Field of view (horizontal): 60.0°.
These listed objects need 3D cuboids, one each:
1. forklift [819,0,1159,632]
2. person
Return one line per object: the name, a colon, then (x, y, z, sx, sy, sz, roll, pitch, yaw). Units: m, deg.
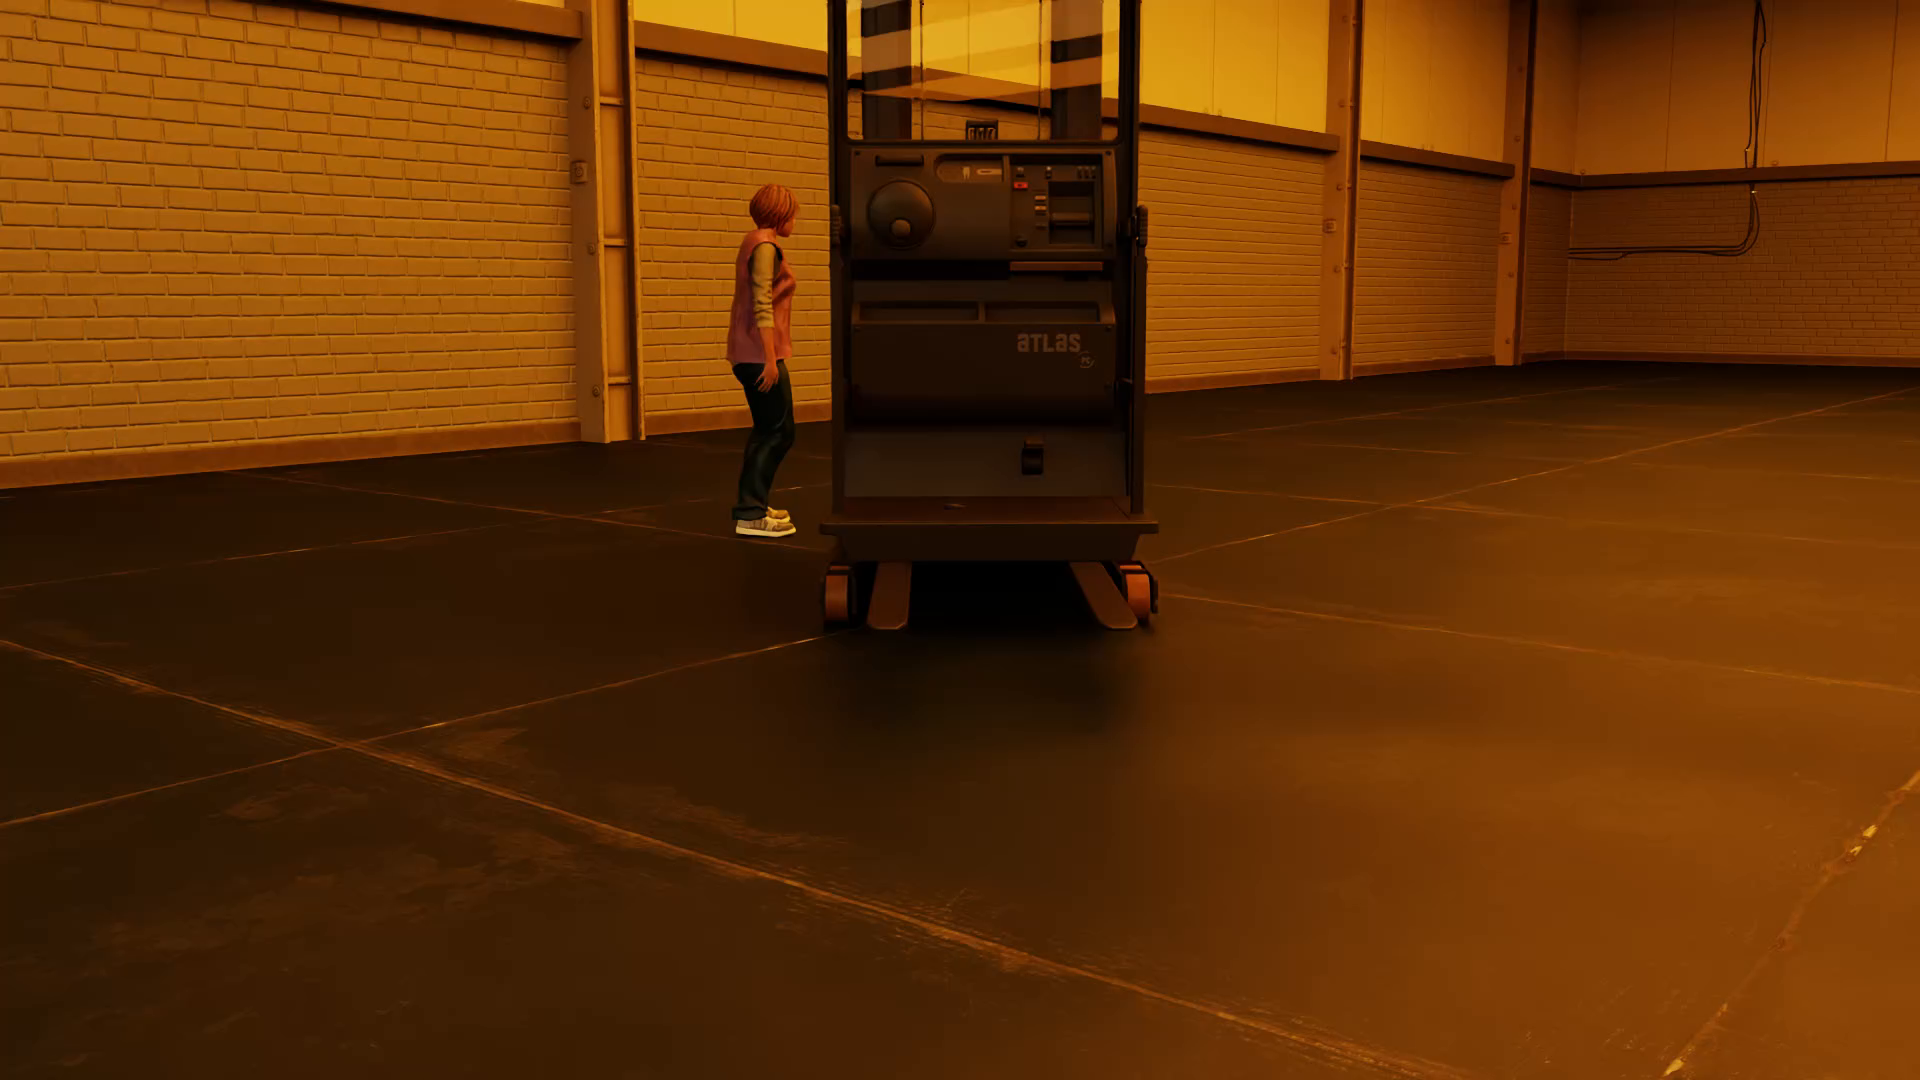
forklift: (0.087, -1.220, 5.616, 1.130, 2.935, 3.031, 0, 8, -1)
person: (-0.886, -0.809, 7.523, 0.347, 1.573, 0.664, -3, 9, -18)
